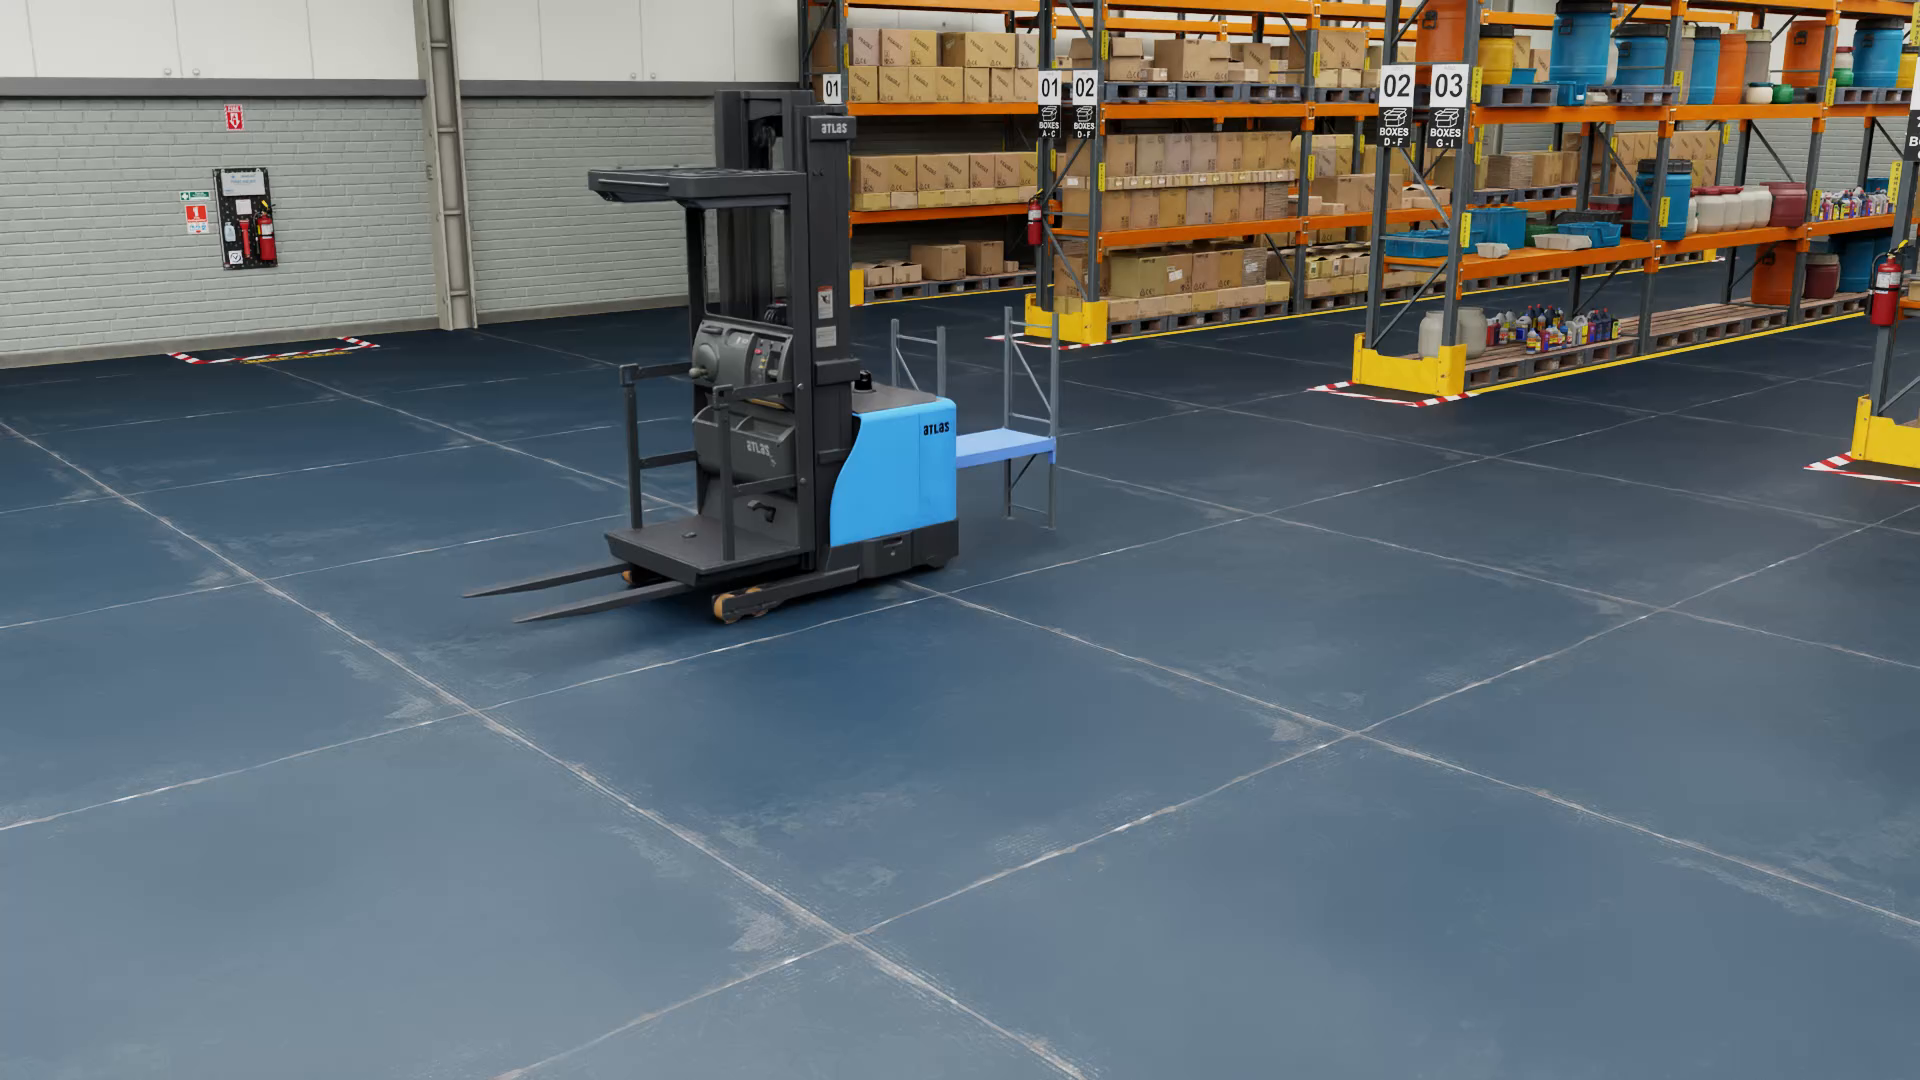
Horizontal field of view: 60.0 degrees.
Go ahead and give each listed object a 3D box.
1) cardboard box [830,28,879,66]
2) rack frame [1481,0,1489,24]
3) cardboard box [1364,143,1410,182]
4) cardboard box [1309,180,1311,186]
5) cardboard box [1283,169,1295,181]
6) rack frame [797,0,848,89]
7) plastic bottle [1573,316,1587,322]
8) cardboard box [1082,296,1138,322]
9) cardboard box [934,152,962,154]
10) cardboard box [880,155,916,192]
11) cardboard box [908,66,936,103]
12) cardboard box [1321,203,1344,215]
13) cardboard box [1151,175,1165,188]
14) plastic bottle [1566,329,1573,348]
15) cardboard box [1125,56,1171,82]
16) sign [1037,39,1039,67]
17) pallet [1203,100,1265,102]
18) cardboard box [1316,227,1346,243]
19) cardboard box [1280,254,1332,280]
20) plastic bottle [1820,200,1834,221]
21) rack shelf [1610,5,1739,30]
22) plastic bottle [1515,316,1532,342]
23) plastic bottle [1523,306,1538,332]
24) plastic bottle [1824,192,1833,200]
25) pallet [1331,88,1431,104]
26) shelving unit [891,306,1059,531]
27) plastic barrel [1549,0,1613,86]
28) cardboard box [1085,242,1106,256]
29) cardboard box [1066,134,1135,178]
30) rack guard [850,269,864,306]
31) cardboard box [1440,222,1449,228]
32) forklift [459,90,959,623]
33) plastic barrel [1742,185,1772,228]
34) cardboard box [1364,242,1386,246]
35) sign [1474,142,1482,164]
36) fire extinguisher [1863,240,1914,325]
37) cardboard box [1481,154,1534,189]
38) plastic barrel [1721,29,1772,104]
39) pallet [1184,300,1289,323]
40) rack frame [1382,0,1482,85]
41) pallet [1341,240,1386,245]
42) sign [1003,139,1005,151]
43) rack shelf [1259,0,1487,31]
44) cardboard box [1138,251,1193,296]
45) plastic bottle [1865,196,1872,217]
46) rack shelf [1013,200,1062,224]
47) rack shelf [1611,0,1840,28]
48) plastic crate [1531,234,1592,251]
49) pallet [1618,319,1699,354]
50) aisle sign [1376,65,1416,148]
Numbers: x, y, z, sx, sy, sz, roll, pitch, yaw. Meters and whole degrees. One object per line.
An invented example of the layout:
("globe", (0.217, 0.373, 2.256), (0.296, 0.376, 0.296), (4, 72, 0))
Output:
("cardboard box", (-1.481, -6.935, 23.419), (0.500, 0.500, 0.500), (14, 21, 43))
("rack frame", (7.359, -8.217, 24.574), (0.127, 3.000, 1.000), (-13, 19, -39))
("cardboard box", (8.096, -7.316, 32.246), (0.700, 0.700, 0.980), (-13, 20, -41))
("cardboard box", (6.264, -6.569, 30.477), (0.250, 0.149, 0.380), (-13, 19, -39))
("cardboard box", (4.277, -4.915, 22.386), (0.250, 0.149, 0.380), (-13, 20, -39))
("rack frame", (-1.931, -7.825, 23.109), (0.127, 3.000, 1.000), (-13, 19, -39))
("plastic bottle", (7.033, -2.399, 18.846), (0.135, 0.276, 0.152), (-13, 19, -39))
("cardboard box", (1.874, -2.885, 20.753), (0.500, 0.250, 0.500), (-13, 19, -39))
("cardboard box", (-0.177, -5.695, 25.556), (0.500, 0.500, 0.500), (-12, 19, -38))
("cardboard box", (-0.994, -5.331, 24.193), (0.500, 0.500, 0.500), (-13, 19, -39))
("cardboard box", (-0.697, -6.615, 24.157), (0.500, 0.500, 0.500), (-12, 19, -37))
("cardboard box", (5.144, -4.630, 23.257), (0.250, 0.149, 0.380), (-13, 19, -39))
("cardboard box", (2.340, -4.479, 20.755), (0.250, 0.149, 0.380), (-13, 20, -40))
("plastic bottle", (6.709, -2.232, 18.363), (0.097, 0.201, 0.097), (0, 15, 0))
("cardboard box", (2.439, -5.980, 21.102), (0.500, 0.311, 0.500), (-10, 18, -33))
("sign", (0.978, -5.910, 20.188), (0.005, 0.325, 0.100), (-13, 19, -39))
("pallet", (4.555, -7.760, 29.041), (1.003, 0.211, 1.213), (-12, 19, -37))
("cardboard box", (6.717, -5.989, 31.210), (0.750, 0.750, 0.750), (-12, 19, -39))
("cardboard box", (4.817, -3.808, 23.120), (0.500, 0.311, 0.500), (-13, 19, -39))
("plastic bottle", (11.495, -4.382, 22.084), (0.135, 0.276, 0.152), (-13, 19, -39))
("rack shelf", (11.885, -8.884, 28.473), (4.000, 0.370, 1.077), (-13, 19, -39))
("plastic bottle", (6.362, -2.388, 18.803), (0.135, 0.276, 0.152), (-13, 19, -39))
("plastic bottle", (6.566, -2.521, 19.155), (0.185, 0.351, 0.144), (-14, 20, -42))
("plastic bottle", (12.327, -4.810, 23.686), (0.135, 0.276, 0.152), (-13, 19, -39))
("pallet", (6.064, -6.354, 23.779), (1.213, 0.211, 1.003), (-12, 19, -37))
("shelving unit", (0.109, -0.751, 11.154), (1.048, 1.500, 0.538), (-13, 20, -40))
("plastic barrel", (6.769, -5.422, 18.140), (0.708, 0.901, 0.600), (-13, 19, -39))
("cardboard box", (1.988, -4.835, 27.529), (0.500, 0.500, 0.700), (-13, 20, -40))
("cardboard box", (1.724, -4.724, 20.415), (0.500, 0.500, 0.700), (-13, 19, -39))
("rack guard", (-1.873, -3.732, 24.254), (0.348, 0.500, 1.175), (-13, 19, -39))
("cardboard box", (7.950, -4.900, 26.320), (0.500, 0.250, 0.500), (-12, 19, -37))
("forklift", (-1.441, -1.094, 9.667), (3.031, 2.935, 1.130), (-13, 20, -40))
("plastic barrel", (9.972, -4.192, 20.913), (0.421, 0.512, 0.421), (0, 15, 0))
("cardboard box", (6.380, -4.342, 25.119), (0.500, 0.311, 0.500), (-13, 20, -41))
("sign", (7.726, -5.770, 24.797), (0.005, 0.325, 0.100), (-13, 19, -39))
("fire extinguisher", (7.435, -2.067, 13.326), (0.183, 0.674, 0.296), (-13, 19, -39))
("cardboard box", (8.575, -5.816, 26.204), (0.500, 0.500, 0.700), (-9, 17, -29))
("plastic barrel", (9.846, -5.948, 20.921), (0.600, 0.901, 0.600), (0, 15, 0))
("pallet", (3.714, -3.167, 22.698), (1.213, 0.211, 1.003), (-13, 19, -39))
("rack frame", (4.573, -5.897, 15.888), (0.127, 3.000, 1.000), (-13, 19, -39))
("pallet", (7.747, -5.726, 32.278), (1.213, 0.211, 1.003), (-13, 19, -39))
("sign", (0.720, -6.271, 26.672), (0.005, 0.325, 0.100), (-13, 19, -39))
("rack shelf", (5.850, -7.337, 23.450), (4.000, 0.370, 1.077), (-13, 19, -39))
("cardboard box", (2.619, -3.420, 21.302), (0.500, 0.500, 0.500), (-13, 19, -39))
("plastic bottle", (12.463, -4.588, 22.838), (0.133, 0.283, 0.061), (-13, 19, -39))
("rack shelf", (2.596, -5.596, 27.781), (4.000, 0.370, 1.077), (-13, 19, -39))
("rack shelf", (9.099, -6.372, 19.838), (4.000, 0.370, 1.077), (-13, 19, -39))
("plastic crate", (6.531, -3.224, 18.019), (0.437, 0.136, 0.530), (-13, 19, -39))
("pallet", (8.157, -2.469, 20.085), (1.213, 0.211, 1.003), (-13, 19, -39))
("aisle sign", (4.323, -4.300, 16.498), (0.004, 0.787, 0.394), (-13, 19, -39))
